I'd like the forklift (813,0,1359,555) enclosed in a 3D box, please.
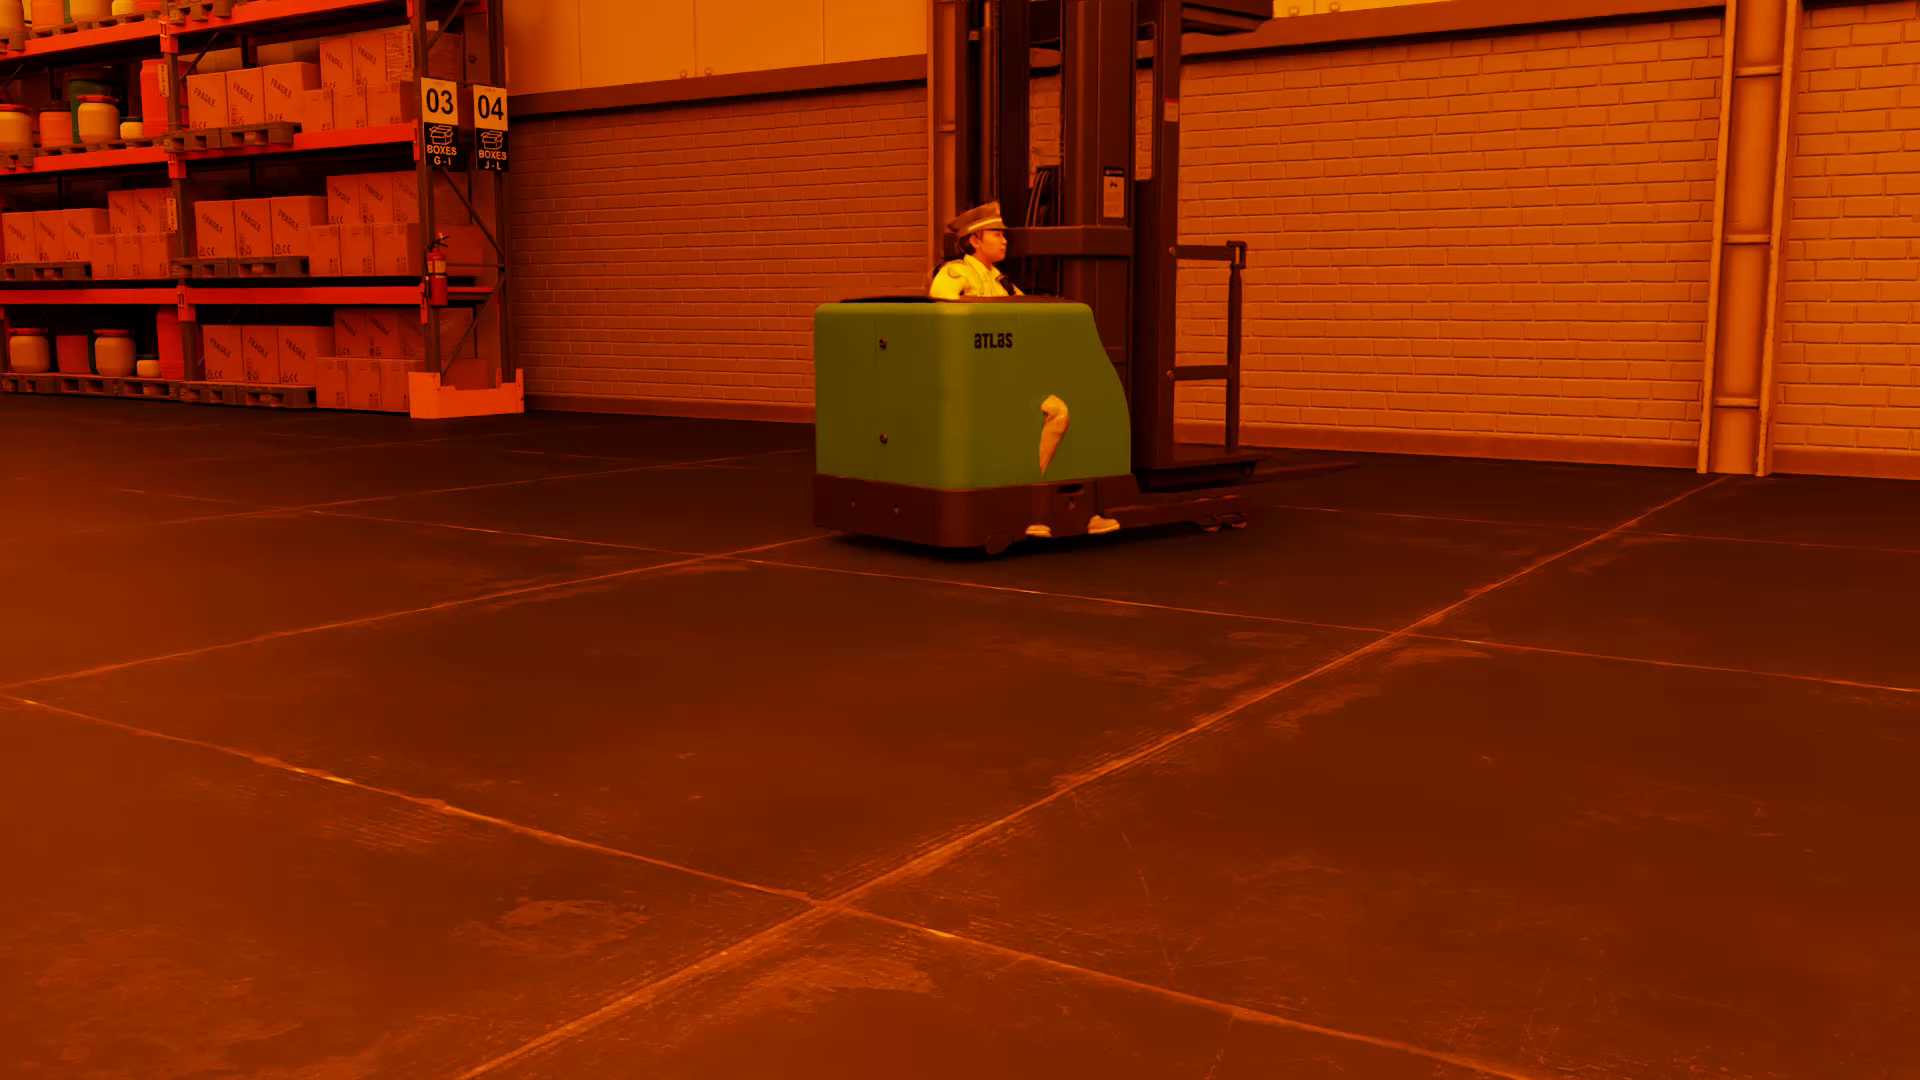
[{"bbox_3d":[0.775,-1.535,7.990,3.031,2.935,1.130,-7,11,-40],"label":"forklift"}]

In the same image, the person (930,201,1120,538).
[{"bbox_3d":[0.313,-0.754,7.274,0.814,1.451,0.918,3,9,18],"label":"person"}]
